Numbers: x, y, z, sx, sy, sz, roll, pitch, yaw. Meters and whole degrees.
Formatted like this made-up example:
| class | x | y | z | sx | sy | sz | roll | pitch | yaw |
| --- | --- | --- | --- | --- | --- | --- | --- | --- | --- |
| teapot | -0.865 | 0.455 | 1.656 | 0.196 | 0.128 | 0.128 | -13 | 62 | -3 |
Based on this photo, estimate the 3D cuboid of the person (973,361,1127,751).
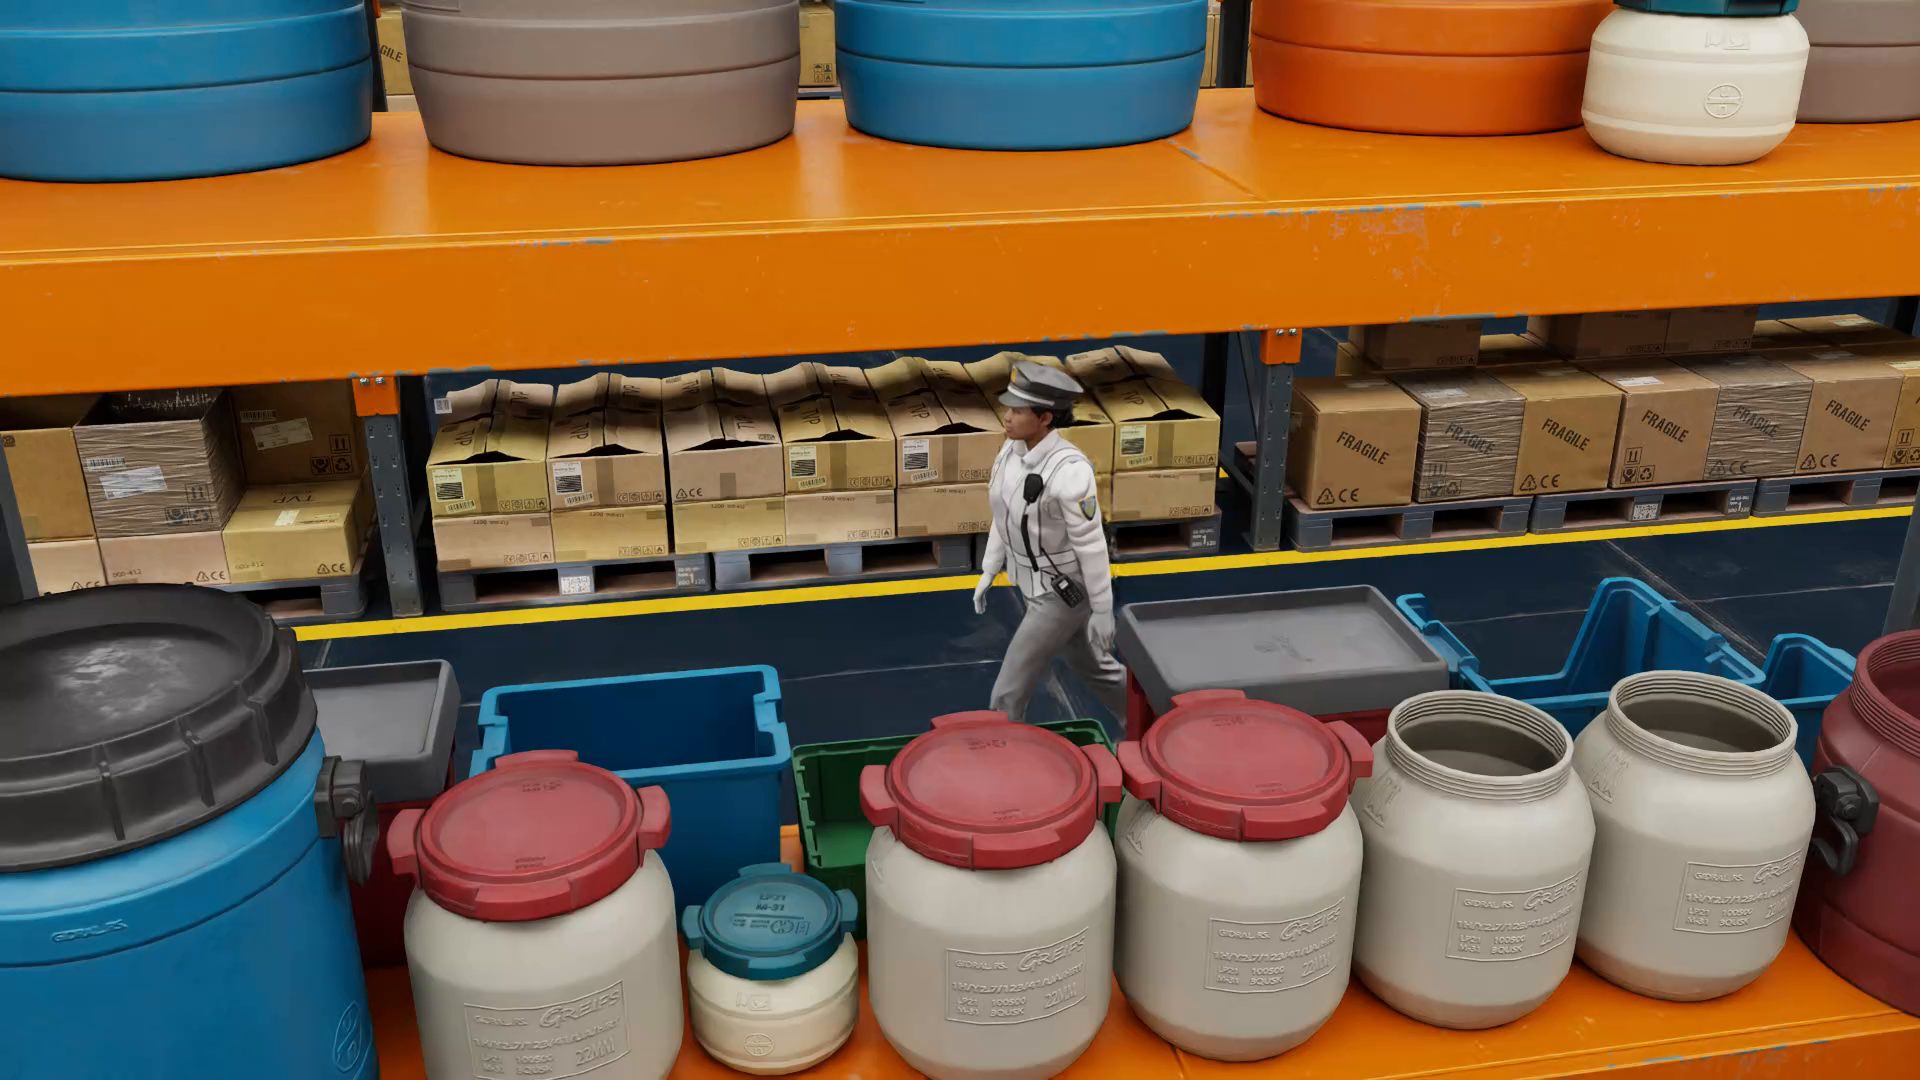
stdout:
| class | x | y | z | sx | sy | sz | roll | pitch | yaw |
| --- | --- | --- | --- | --- | --- | --- | --- | --- | --- |
| person | 0.285 | 0.148 | 5.742 | 1.029 | 1.620 | 0.514 | -9 | 25 | -20 |
